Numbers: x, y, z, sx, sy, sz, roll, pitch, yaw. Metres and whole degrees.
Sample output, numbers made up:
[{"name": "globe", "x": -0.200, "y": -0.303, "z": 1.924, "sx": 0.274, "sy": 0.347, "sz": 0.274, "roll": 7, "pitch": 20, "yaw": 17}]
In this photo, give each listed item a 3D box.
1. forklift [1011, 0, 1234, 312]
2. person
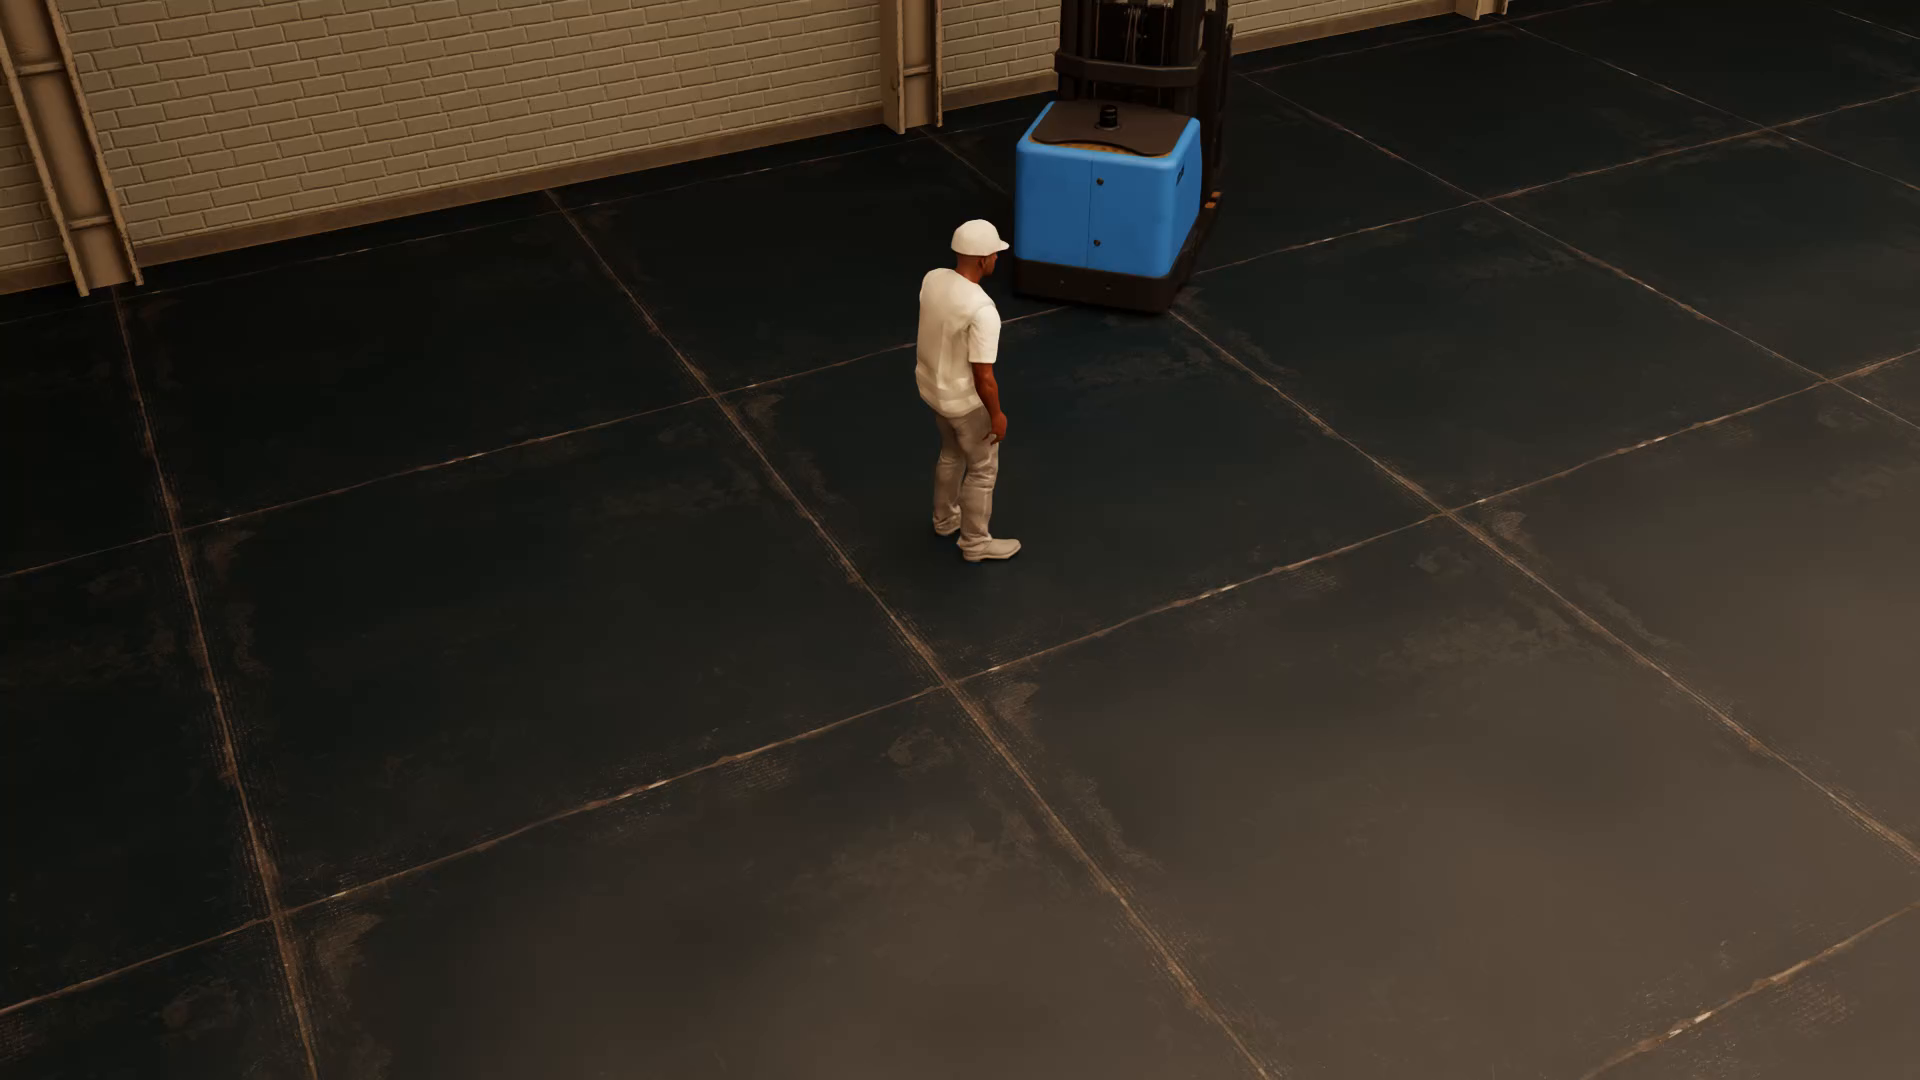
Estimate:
[{"name": "forklift", "x": 1.270, "y": -3.495, "z": 11.068, "sx": 1.130, "sy": 2.935, "sz": 3.031, "roll": 11, "pitch": 37, "yaw": 15}, {"name": "person", "x": 0.031, "y": -0.732, "z": 8.177, "sx": 0.460, "sy": 1.760, "sz": 0.626, "roll": -18, "pitch": 39, "yaw": -24}]
